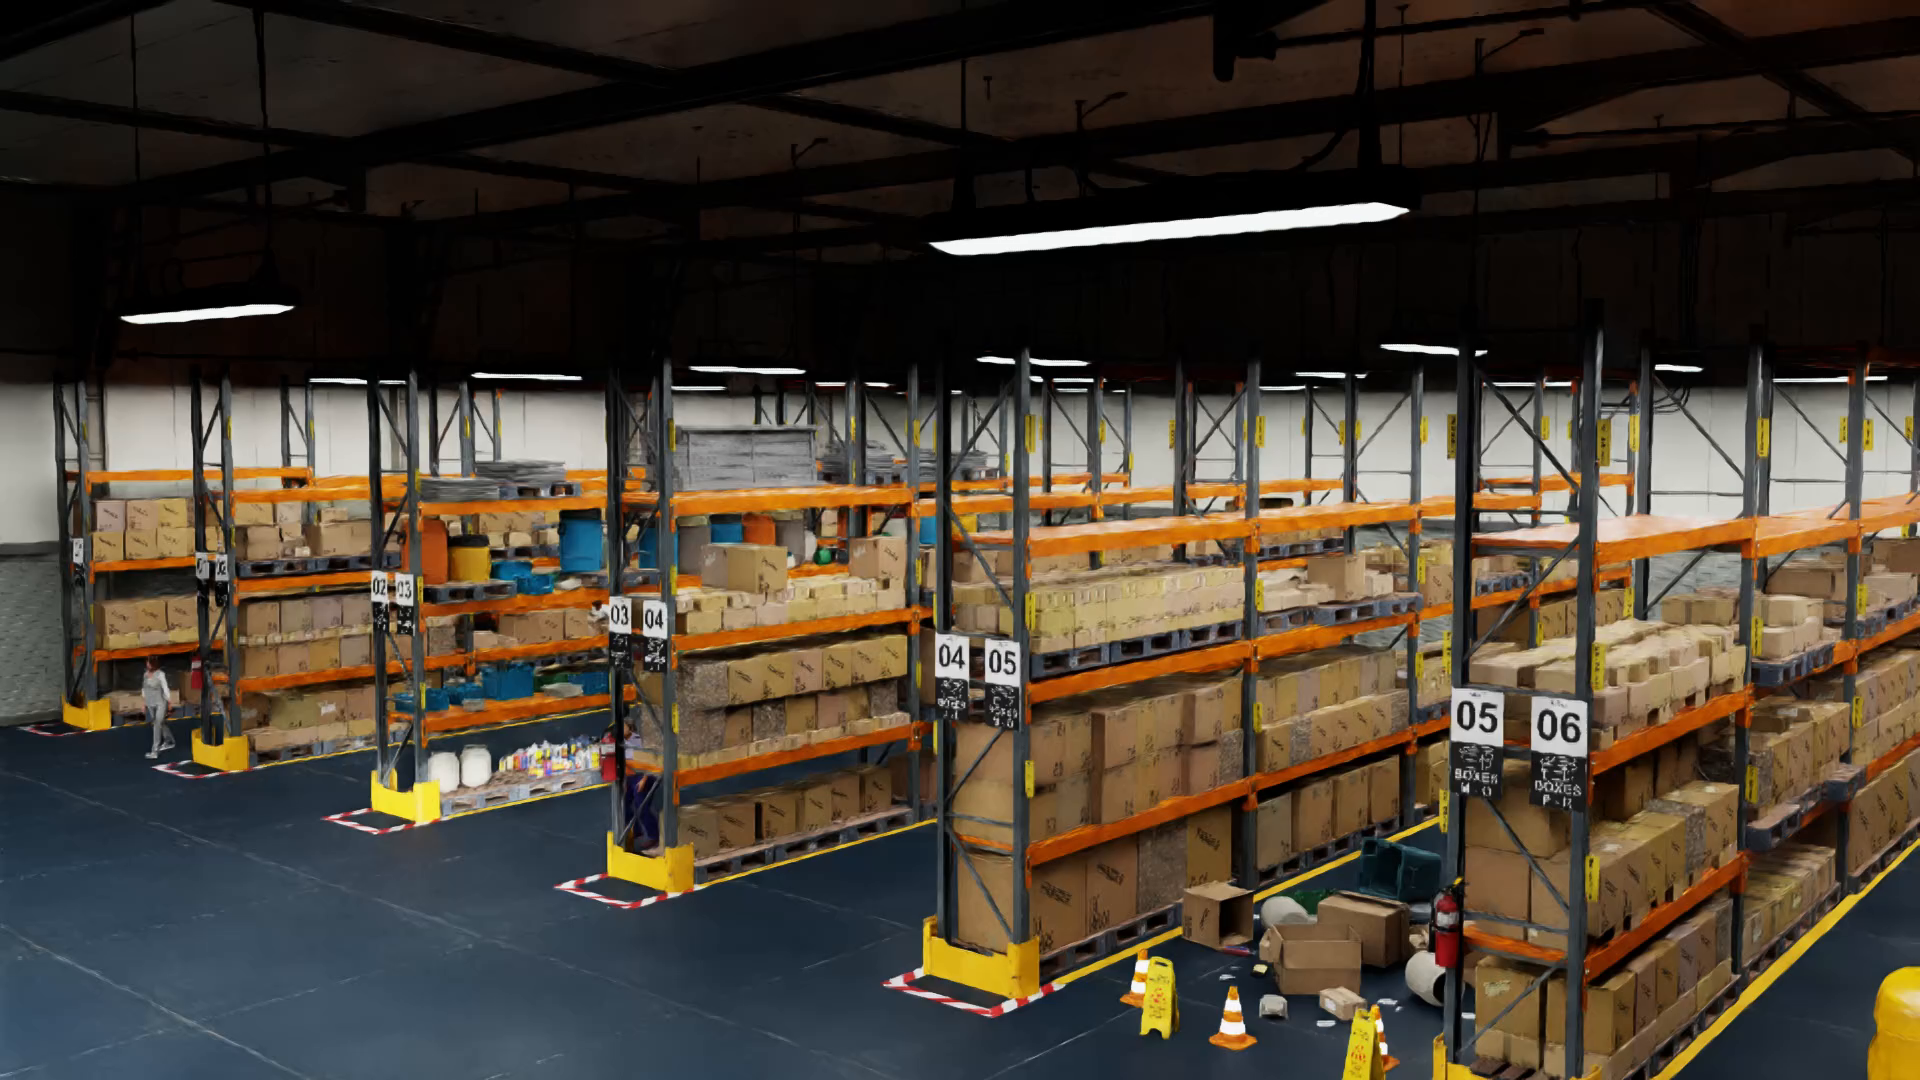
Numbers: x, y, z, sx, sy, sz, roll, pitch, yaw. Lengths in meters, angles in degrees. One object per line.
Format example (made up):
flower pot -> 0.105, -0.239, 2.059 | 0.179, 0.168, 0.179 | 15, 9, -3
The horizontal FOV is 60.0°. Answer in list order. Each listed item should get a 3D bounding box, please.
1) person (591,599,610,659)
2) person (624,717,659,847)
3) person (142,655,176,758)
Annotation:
person -> -7.234, 1.891, 33.620 | 0.719, 1.714, 0.578 | 3, 5, 38
person -> -3.926, 2.930, 20.199 | 0.626, 1.571, 0.513 | 3, 5, 38
person -> -12.361, 2.536, 25.547 | 0.480, 1.551, 0.856 | 1, 4, 18
